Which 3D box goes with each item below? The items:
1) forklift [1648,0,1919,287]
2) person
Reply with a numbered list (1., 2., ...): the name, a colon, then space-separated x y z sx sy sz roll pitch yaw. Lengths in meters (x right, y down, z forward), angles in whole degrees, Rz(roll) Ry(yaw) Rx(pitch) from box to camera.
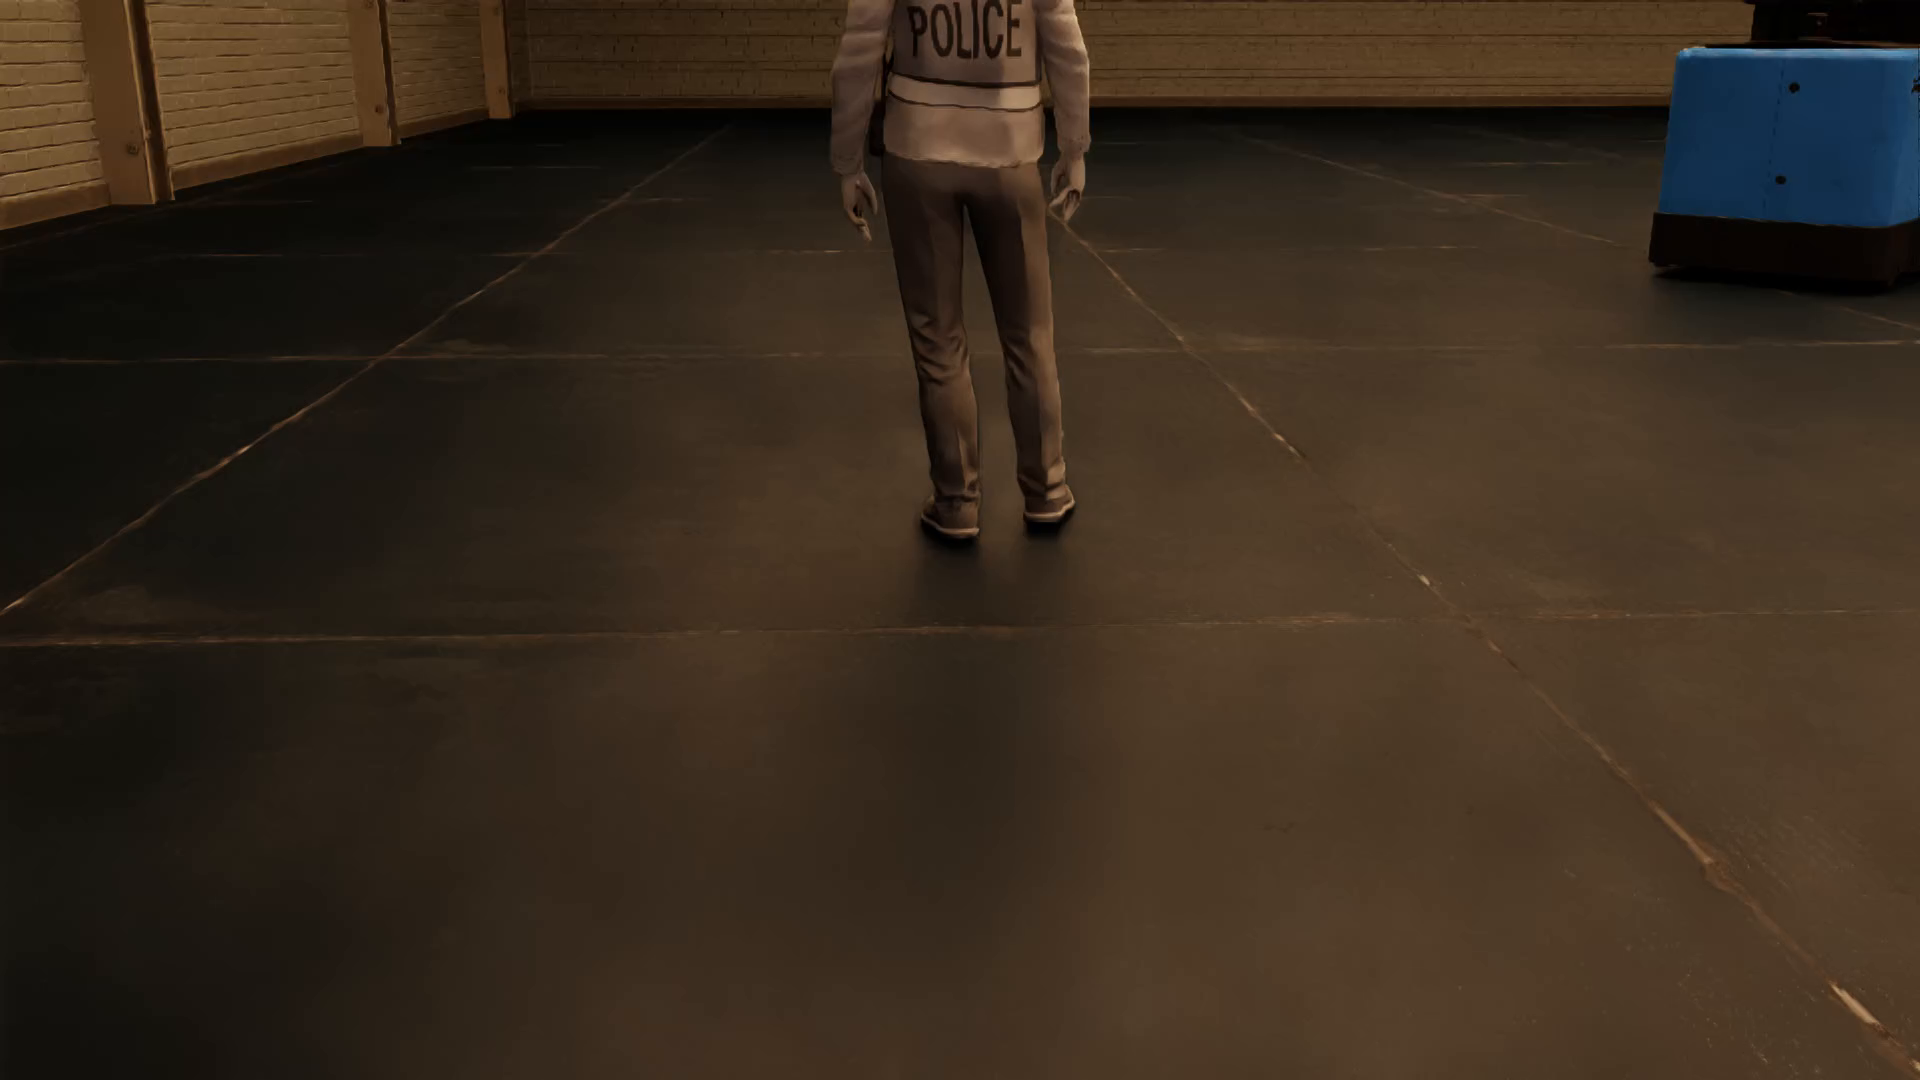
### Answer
1. forklift: 4.728 -2.913 8.430 1.130 2.935 3.031 15 22 40
2. person: 0.003 -0.838 3.733 0.586 1.695 0.533 -1 17 -3
